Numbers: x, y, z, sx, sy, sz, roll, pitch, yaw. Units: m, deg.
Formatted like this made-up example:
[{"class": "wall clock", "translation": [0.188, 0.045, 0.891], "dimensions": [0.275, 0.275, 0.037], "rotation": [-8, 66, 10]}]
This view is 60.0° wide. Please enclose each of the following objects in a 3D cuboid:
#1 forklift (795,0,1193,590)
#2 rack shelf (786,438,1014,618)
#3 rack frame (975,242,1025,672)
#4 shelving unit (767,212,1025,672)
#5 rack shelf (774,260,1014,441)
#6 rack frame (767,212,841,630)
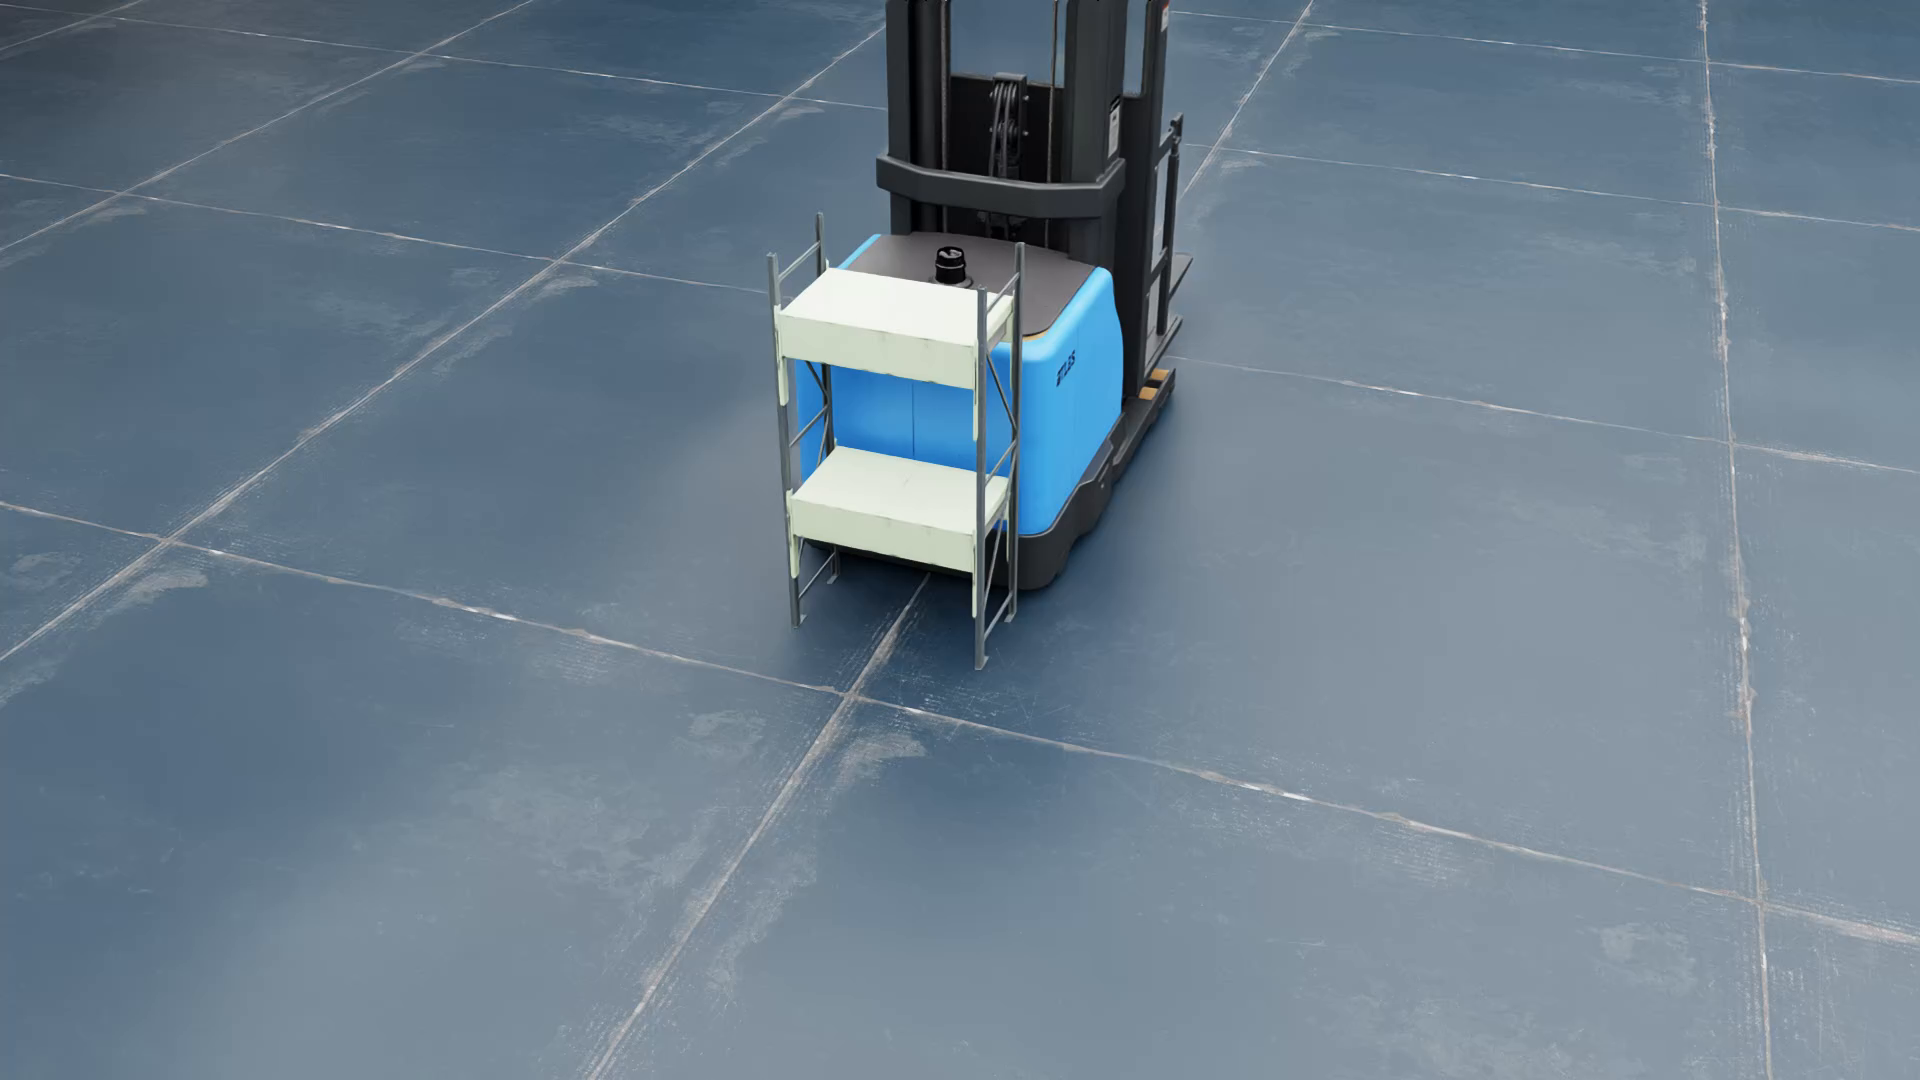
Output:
[{"class": "forklift", "translation": [0.359, -1.832, 6.886], "dimensions": [1.130, 2.935, 3.031], "rotation": [12, 35, 17]}, {"class": "rack shelf", "translation": [-0.208, -0.052, 6.049], "dimensions": [0.720, 0.370, 0.431], "rotation": [12, 35, 17]}, {"class": "rack frame", "translation": [0.135, -0.256, 5.764], "dimensions": [0.023, 1.500, 0.400], "rotation": [12, 35, 17]}, {"class": "shelving unit", "translation": [-0.208, -0.326, 5.873], "dimensions": [0.755, 1.500, 0.431], "rotation": [12, 35, 17]}, {"class": "rack shelf", "translation": [-0.208, -0.654, 5.661], "dimensions": [0.720, 0.370, 0.431], "rotation": [12, 35, 17]}, {"class": "rack frame", "translation": [-0.550, -0.396, 5.981], "dimensions": [0.023, 1.500, 0.400], "rotation": [12, 35, 17]}]
